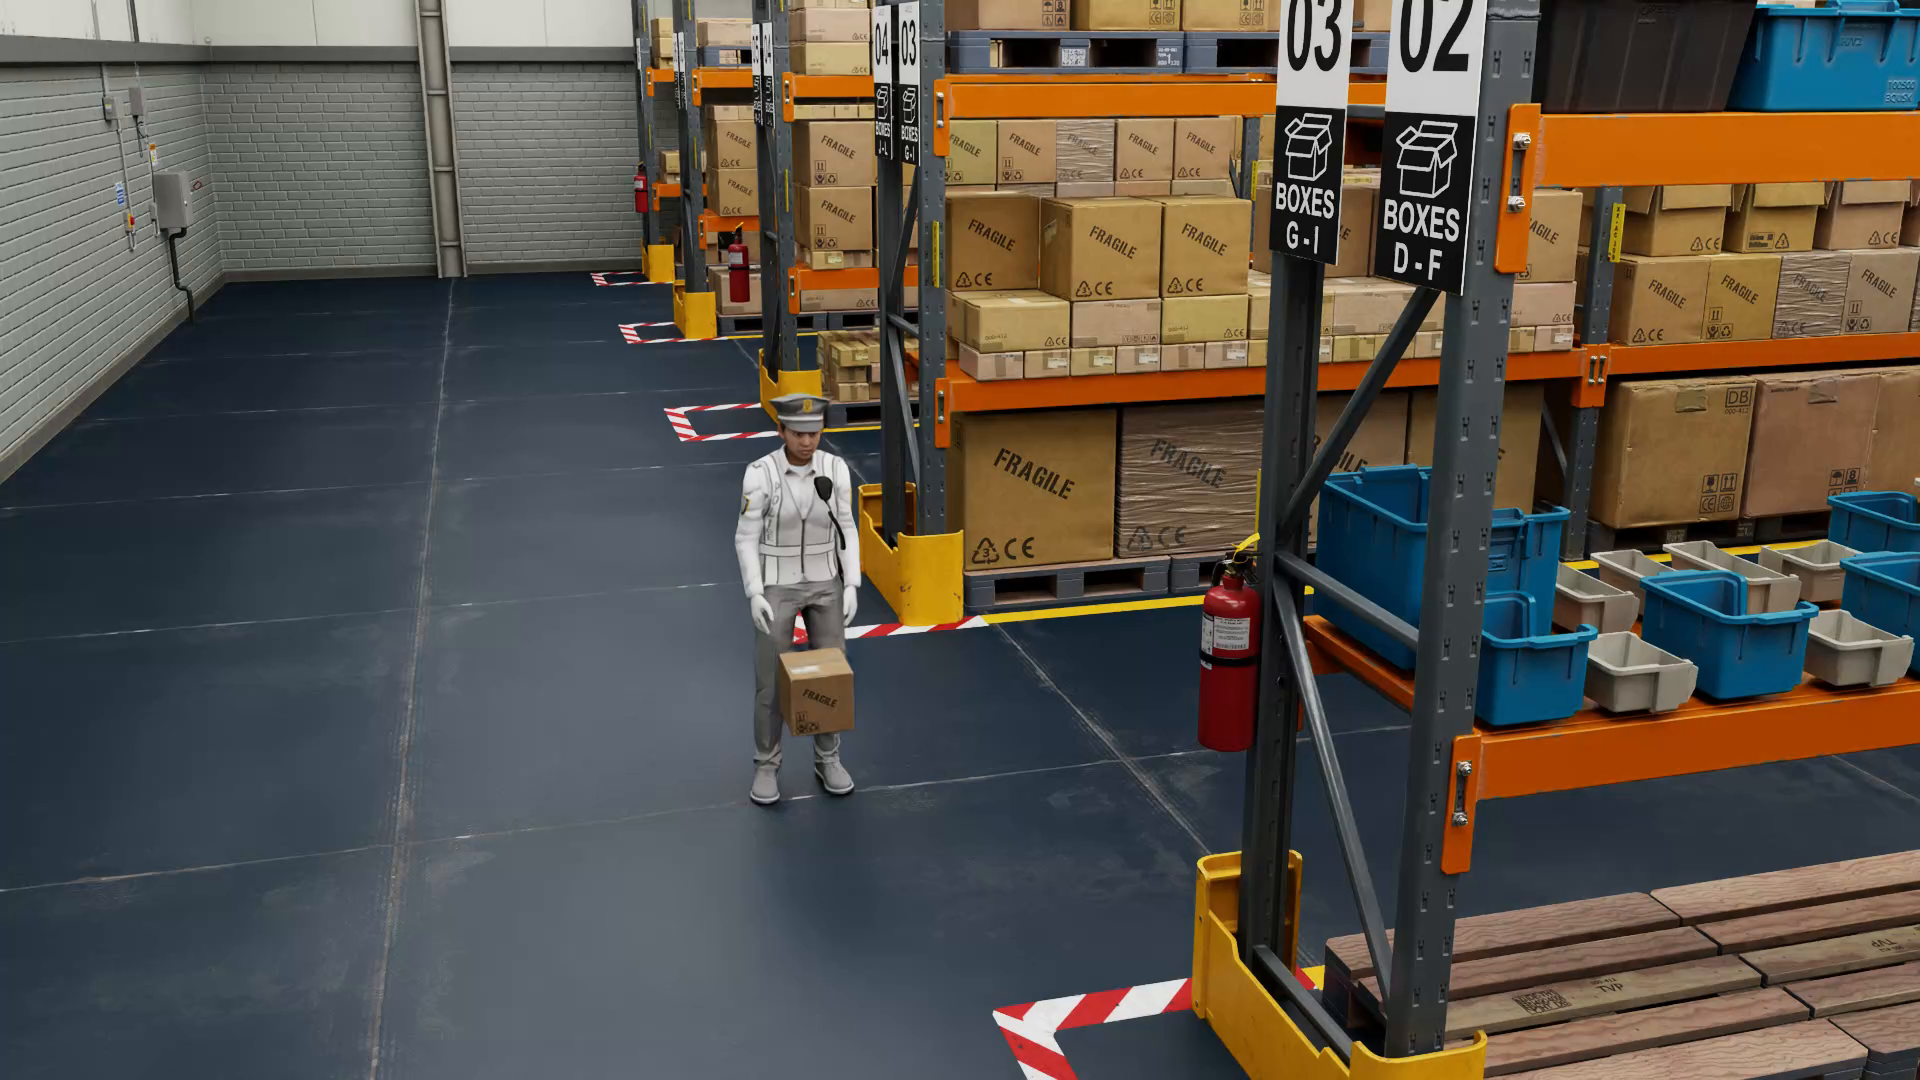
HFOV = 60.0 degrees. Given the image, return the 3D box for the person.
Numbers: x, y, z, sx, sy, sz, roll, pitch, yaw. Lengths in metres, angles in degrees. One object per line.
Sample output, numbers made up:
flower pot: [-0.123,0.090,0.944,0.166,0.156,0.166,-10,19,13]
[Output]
person: [-0.648,0.219,6.754,0.508,1.670,0.360,-5,17,-17]
